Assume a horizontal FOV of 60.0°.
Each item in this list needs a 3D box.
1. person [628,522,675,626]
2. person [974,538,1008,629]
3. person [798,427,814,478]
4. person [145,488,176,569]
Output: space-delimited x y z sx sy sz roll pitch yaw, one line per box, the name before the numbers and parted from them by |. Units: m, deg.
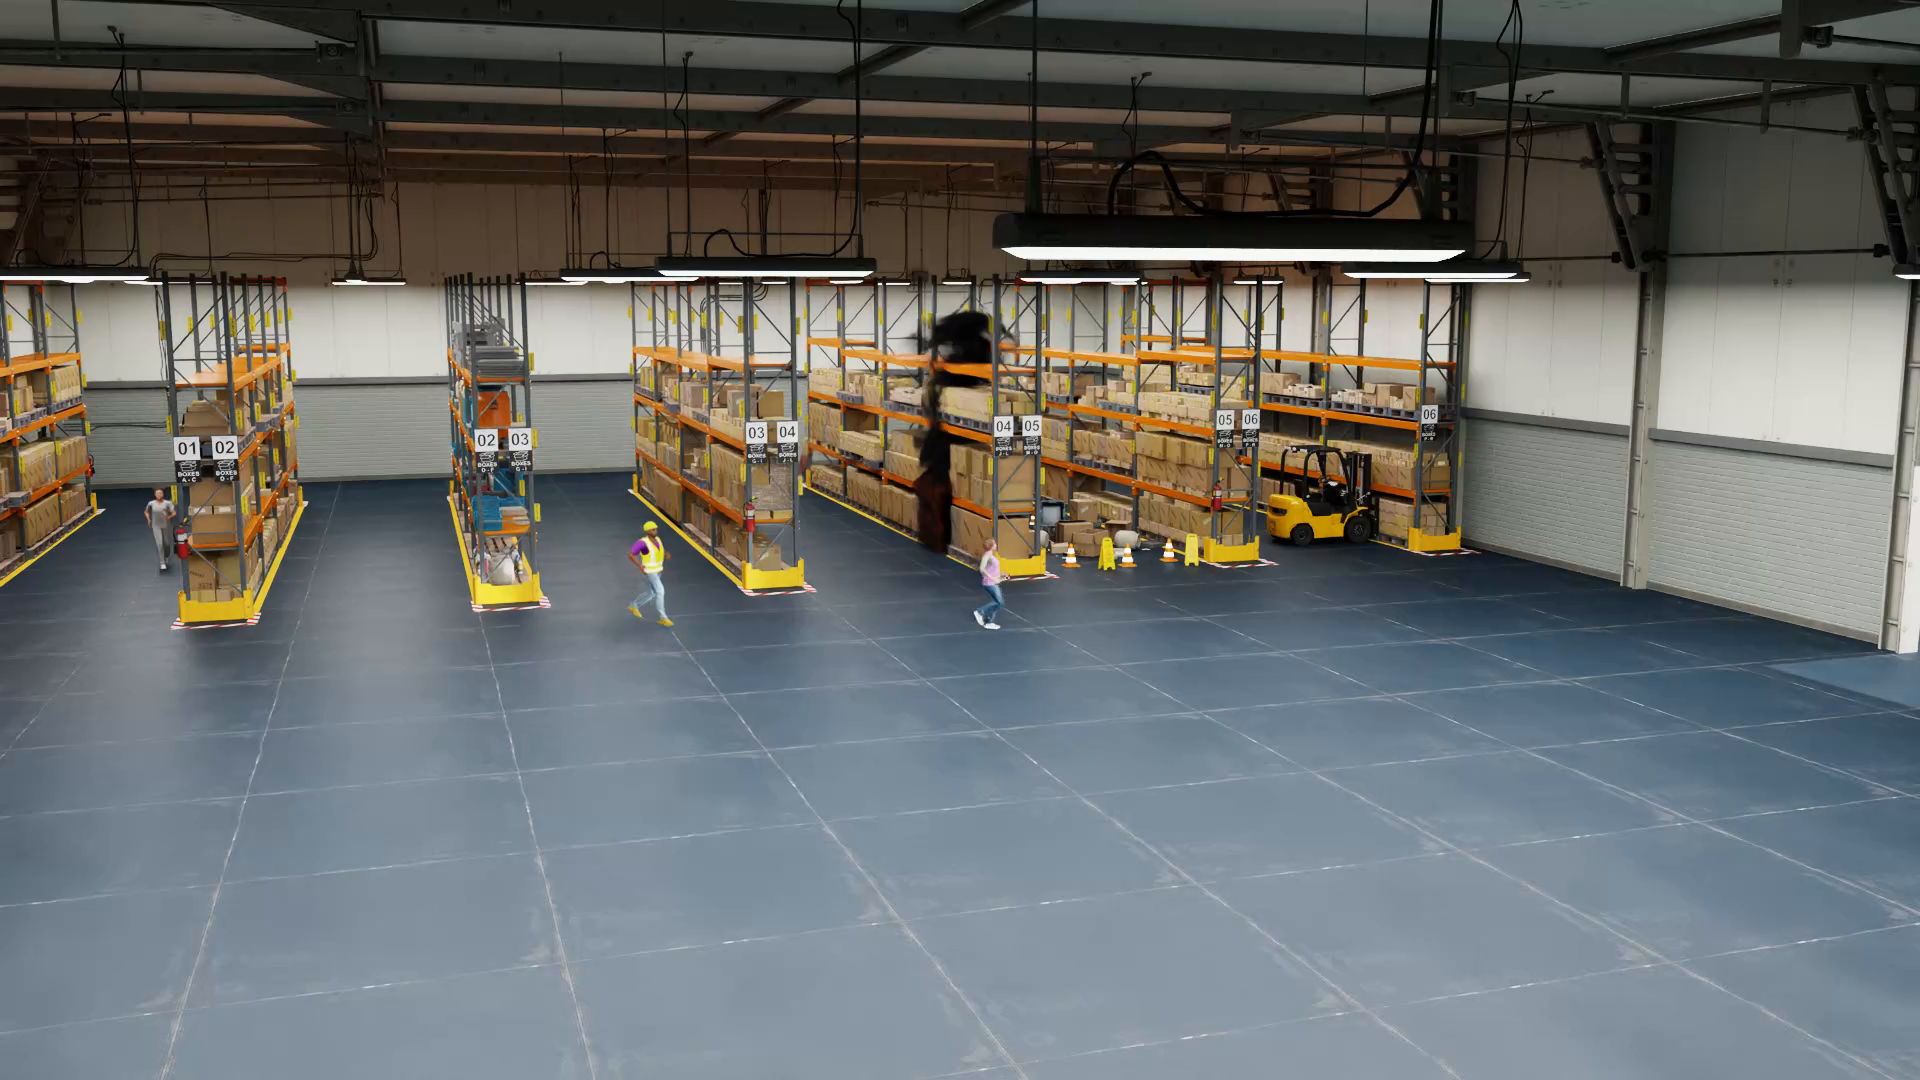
person | -5.299 0.558 28.534 0.914 1.780 0.682 3 9 19
person | 0.526 0.742 28.060 0.557 1.544 0.535 1 9 9
person | -4.649 -2.581 49.737 0.807 1.627 0.691 0 9 -1
person | -16.449 -0.257 34.253 0.586 1.656 0.803 -4 10 -26
